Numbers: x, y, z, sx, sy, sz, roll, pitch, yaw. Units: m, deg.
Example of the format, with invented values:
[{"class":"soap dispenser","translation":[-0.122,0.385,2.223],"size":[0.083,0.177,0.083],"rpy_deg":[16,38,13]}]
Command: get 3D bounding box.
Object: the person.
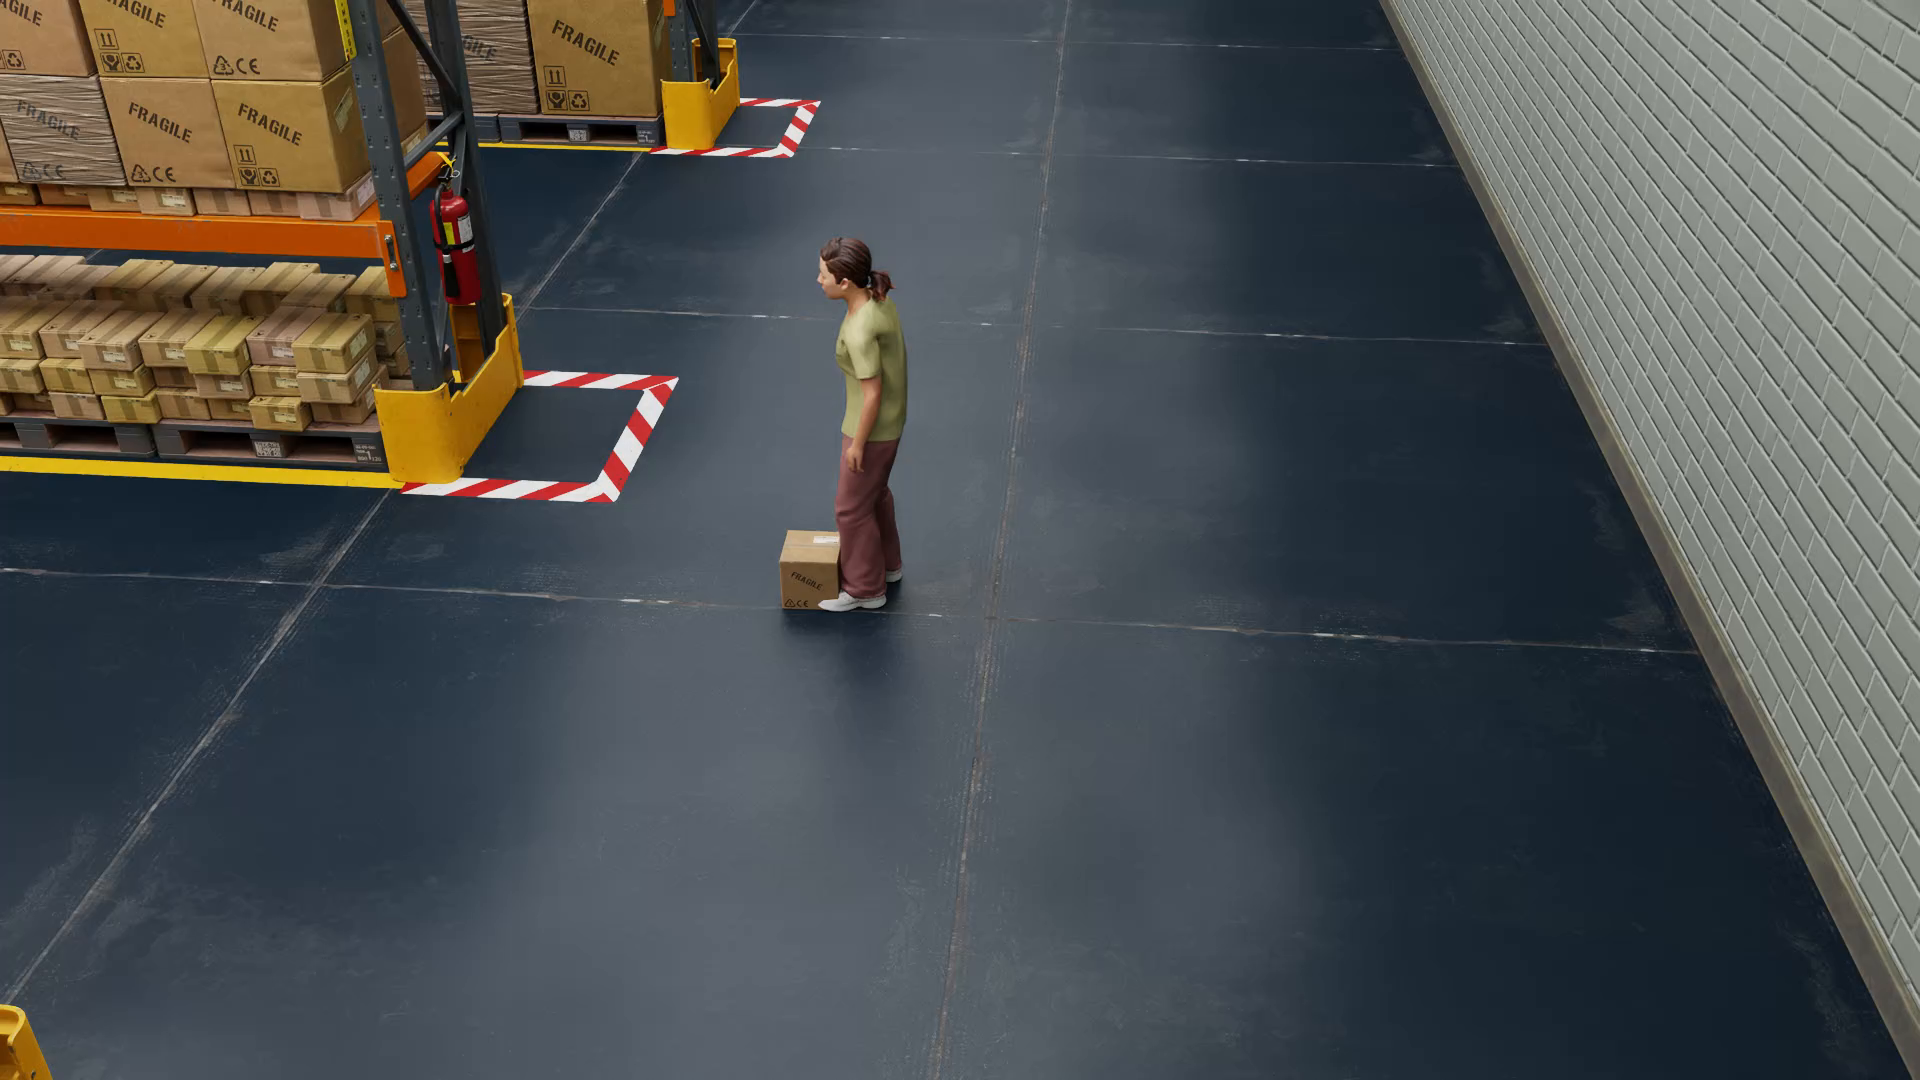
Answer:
[{"class":"person","translation":[-0.417,-0.468,6.883],"size":[0.406,1.673,0.499],"rpy_deg":[3,32,4]}]
